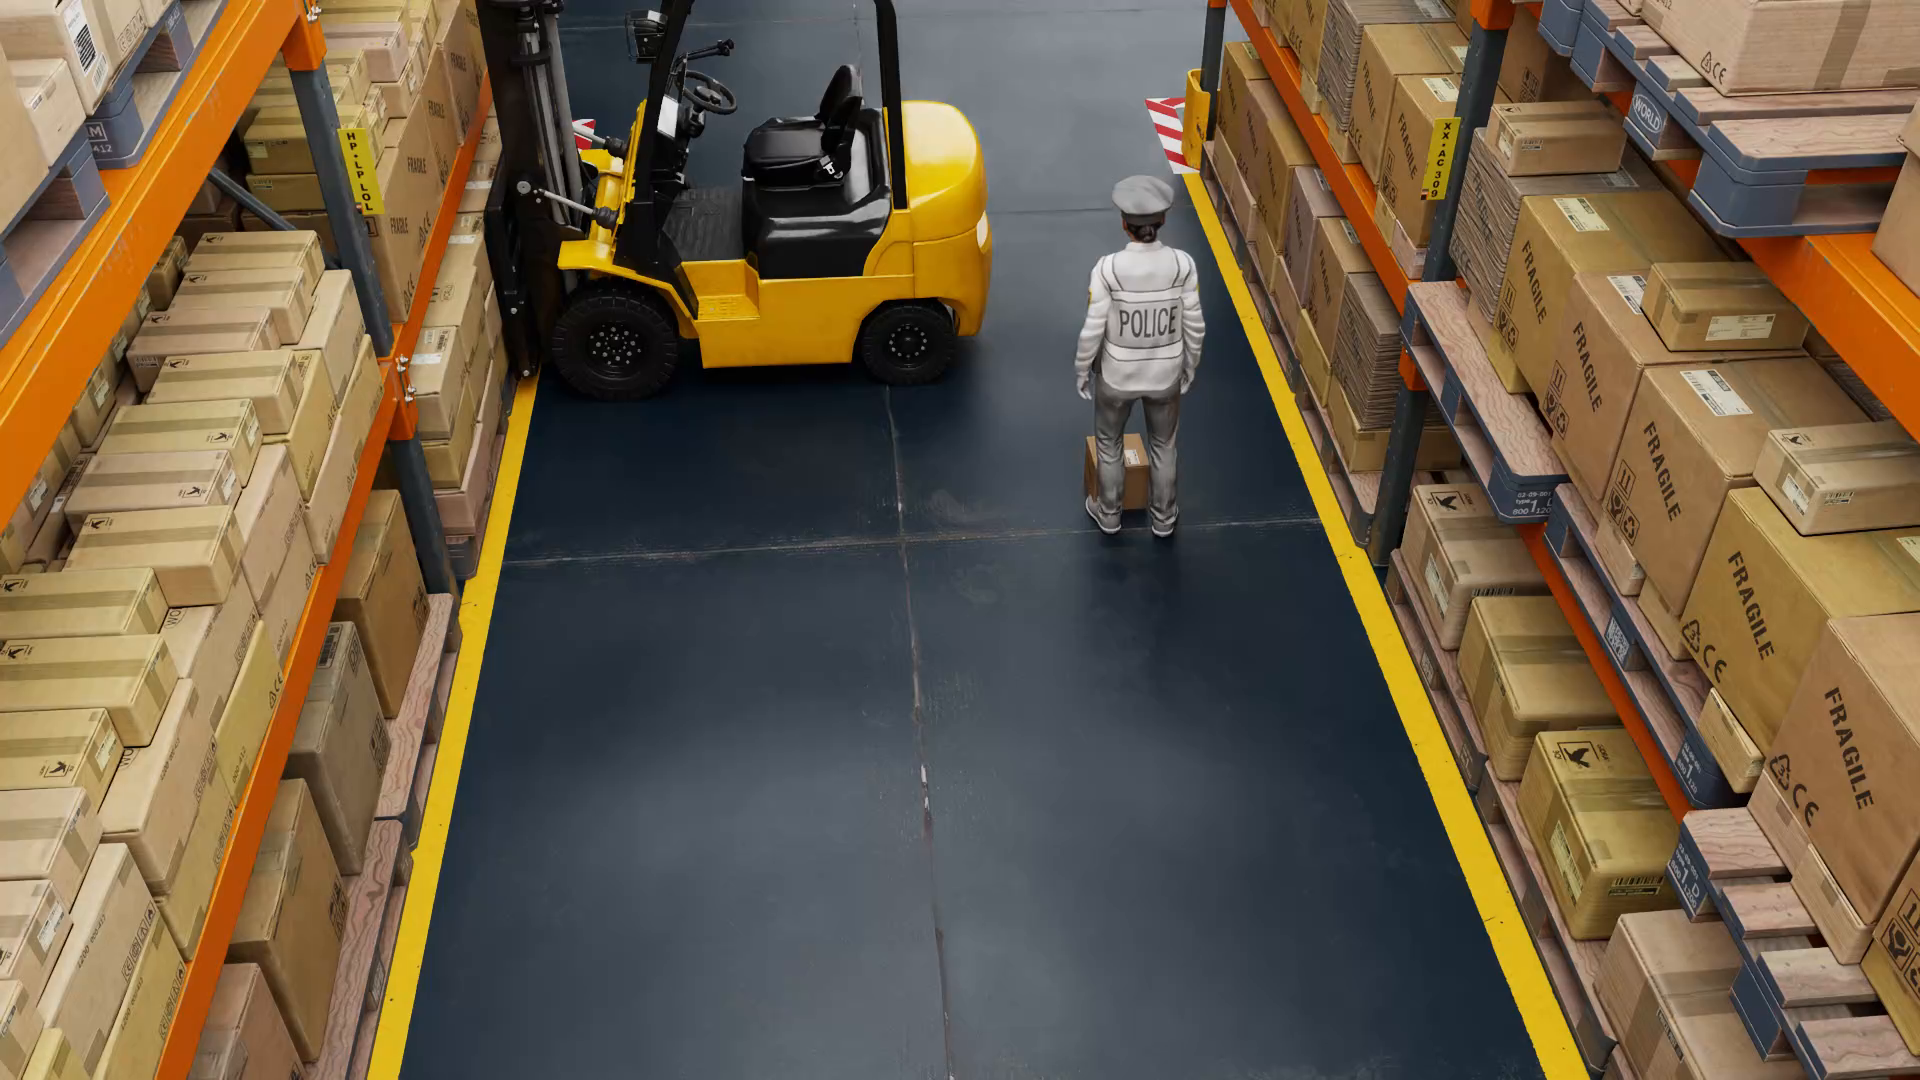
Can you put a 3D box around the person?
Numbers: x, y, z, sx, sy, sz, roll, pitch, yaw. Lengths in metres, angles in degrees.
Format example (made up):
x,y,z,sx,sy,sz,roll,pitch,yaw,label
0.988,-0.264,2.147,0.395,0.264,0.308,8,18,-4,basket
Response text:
x,y,z,sx,sy,sz,roll,pitch,yaw,label
0.746,-0.717,7.026,0.532,1.663,0.404,-4,39,-4,person
